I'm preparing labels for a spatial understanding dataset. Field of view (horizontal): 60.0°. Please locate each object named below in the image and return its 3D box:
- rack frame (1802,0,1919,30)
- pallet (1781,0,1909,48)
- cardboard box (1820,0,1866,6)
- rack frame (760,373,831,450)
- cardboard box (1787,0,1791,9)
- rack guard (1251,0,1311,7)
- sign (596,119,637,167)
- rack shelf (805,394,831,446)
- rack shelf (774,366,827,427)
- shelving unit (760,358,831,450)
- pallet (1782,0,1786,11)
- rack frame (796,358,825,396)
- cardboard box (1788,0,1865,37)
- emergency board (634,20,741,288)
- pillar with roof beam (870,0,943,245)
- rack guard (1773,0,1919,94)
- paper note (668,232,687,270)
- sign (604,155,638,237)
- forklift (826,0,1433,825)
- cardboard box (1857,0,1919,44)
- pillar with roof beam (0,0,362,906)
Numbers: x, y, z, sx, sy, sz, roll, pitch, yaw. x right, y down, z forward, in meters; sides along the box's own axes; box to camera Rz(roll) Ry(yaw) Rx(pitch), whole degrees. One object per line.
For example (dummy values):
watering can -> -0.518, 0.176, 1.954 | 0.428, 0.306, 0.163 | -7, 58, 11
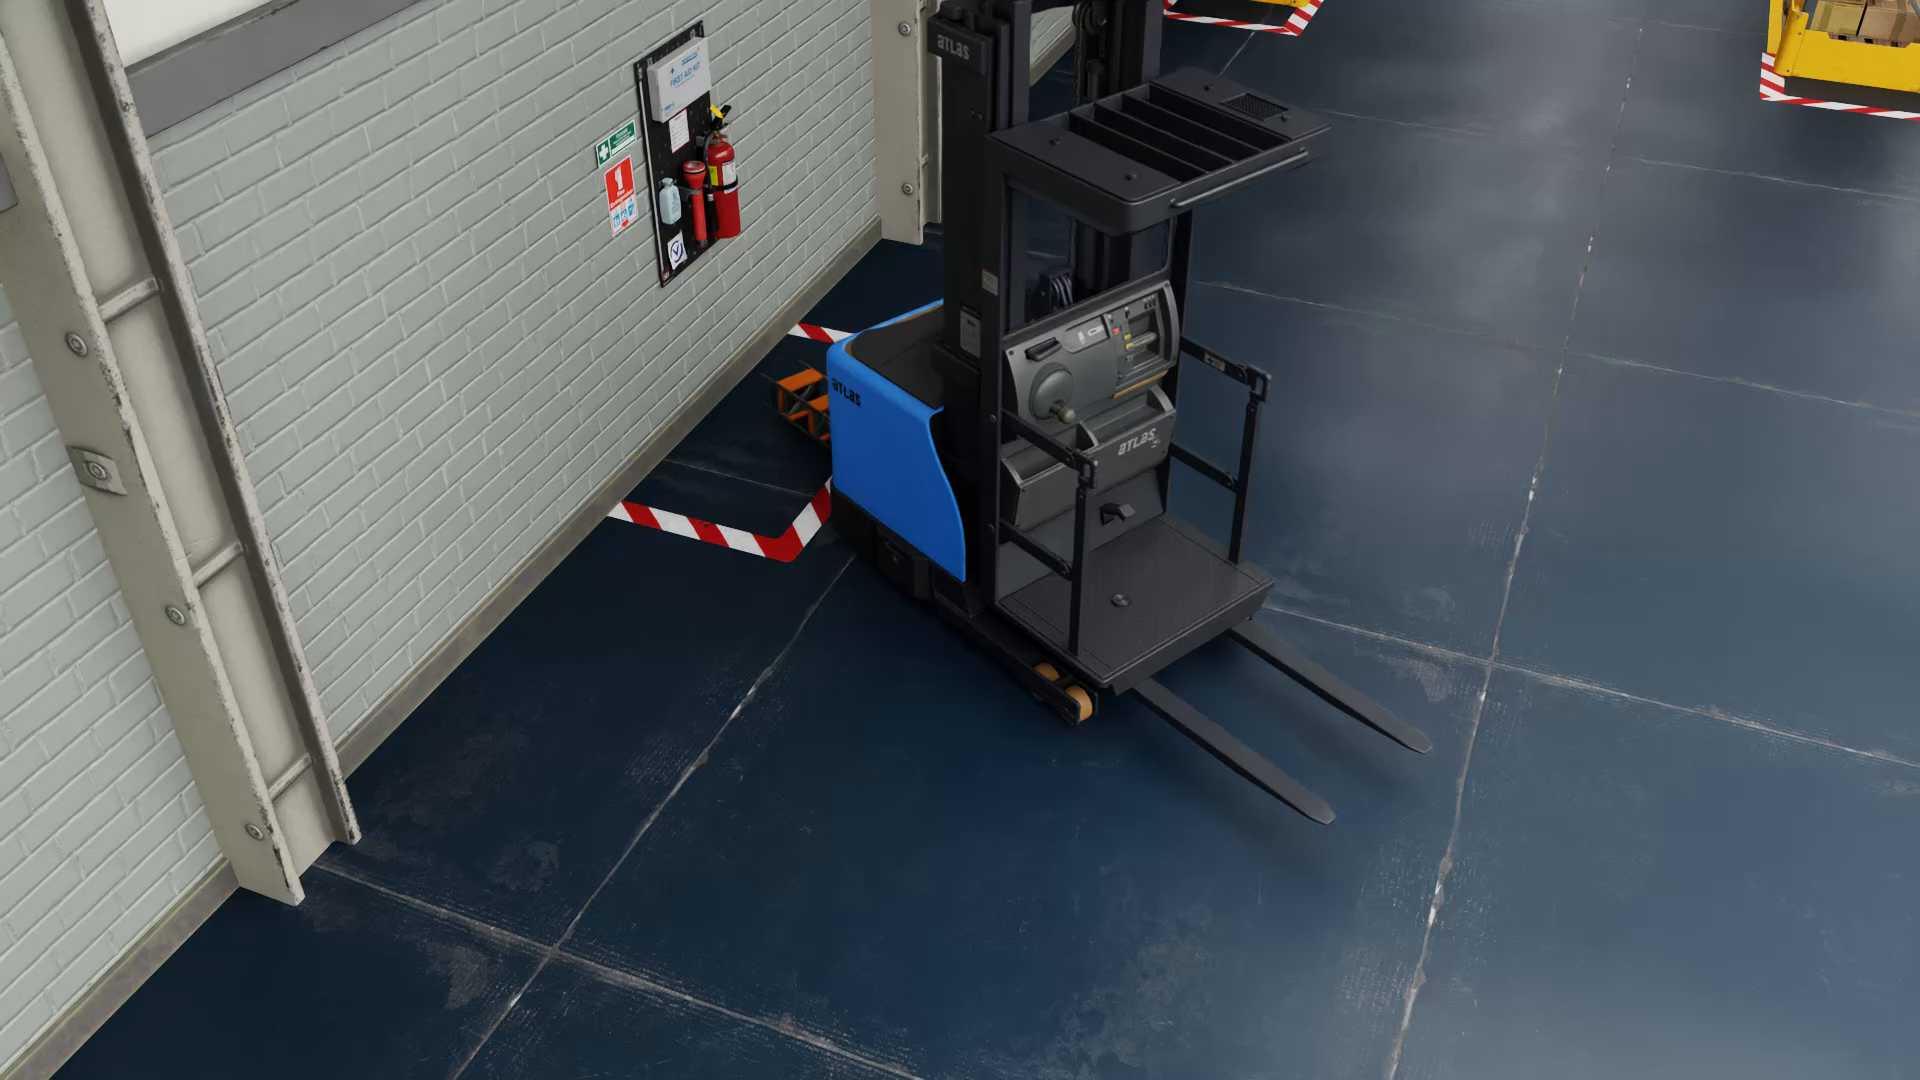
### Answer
rack frame -> 7.071, -4.875, 12.267 | 1.000, 3.000, 0.127 | 14, 39, 18
pallet -> 7.324, -4.191, 13.681 | 1.003, 0.211, 1.213 | 14, 39, 18
cardboard box -> 7.000, -4.607, 13.228 | 0.500, 0.500, 0.500 | 14, 39, 18
rack frame -> -0.754, -0.606, 8.863 | 0.008, 0.200, 1.050 | -27, 43, -32
cardboard box -> 7.181, -4.586, 13.826 | 0.500, 0.250, 0.500 | 14, 39, 18
rack guard -> 2.518, -5.042, 14.578 | 1.175, 0.500, 0.348 | 14, 39, 18
sign -> -1.599, -1.849, 7.746 | 0.001, 0.109, 0.331 | 14, 39, 18
rack shelf -> -0.654, -0.647, 8.920 | 0.240, 0.215, 0.259 | -27, 43, -32
rack shelf -> -0.838, -0.773, 9.097 | 0.240, 0.215, 0.259 | -27, 43, -32
shelving unit -> -0.661, -0.652, 8.927 | 0.252, 0.215, 1.050 | -27, 43, -32
pallet -> 7.789, -4.864, 14.581 | 1.003, 0.211, 1.213 | 14, 39, 18
rack frame -> -0.568, -0.699, 8.991 | 0.008, 0.200, 1.050 | -27, 43, -32
cardboard box -> 7.002, -4.306, 13.451 | 0.500, 0.250, 0.500 | 14, 39, 18
emergency board -> -1.303, -1.904, 8.293 | 0.194, 1.169, 0.643 | 14, 39, 18
pillar with roof beam -> 3.653, -4.686, 7.003 | 9.100, 9.000, 0.400 | 14, 39, 18
rack guard -> 7.062, -3.860, 12.997 | 1.175, 0.500, 0.348 | 14, 39, 18
paper note -> -1.435, -1.469, 8.446 | 0.016, 0.148, 0.142 | 14, 39, 18
sign -> -1.609, -1.636, 7.904 | 0.001, 0.329, 0.234 | 14, 39, 18
forklift -> 0.696, -0.722, 6.768 | 1.130, 2.935, 3.031 | -27, 44, -31
cardboard box -> 7.481, -4.188, 13.294 | 0.500, 0.250, 0.500 | 14, 39, 18
pillar with roof beam -> 1.370, -1.364, 2.559 | 9.100, 9.000, 0.400 | 14, 39, 18
